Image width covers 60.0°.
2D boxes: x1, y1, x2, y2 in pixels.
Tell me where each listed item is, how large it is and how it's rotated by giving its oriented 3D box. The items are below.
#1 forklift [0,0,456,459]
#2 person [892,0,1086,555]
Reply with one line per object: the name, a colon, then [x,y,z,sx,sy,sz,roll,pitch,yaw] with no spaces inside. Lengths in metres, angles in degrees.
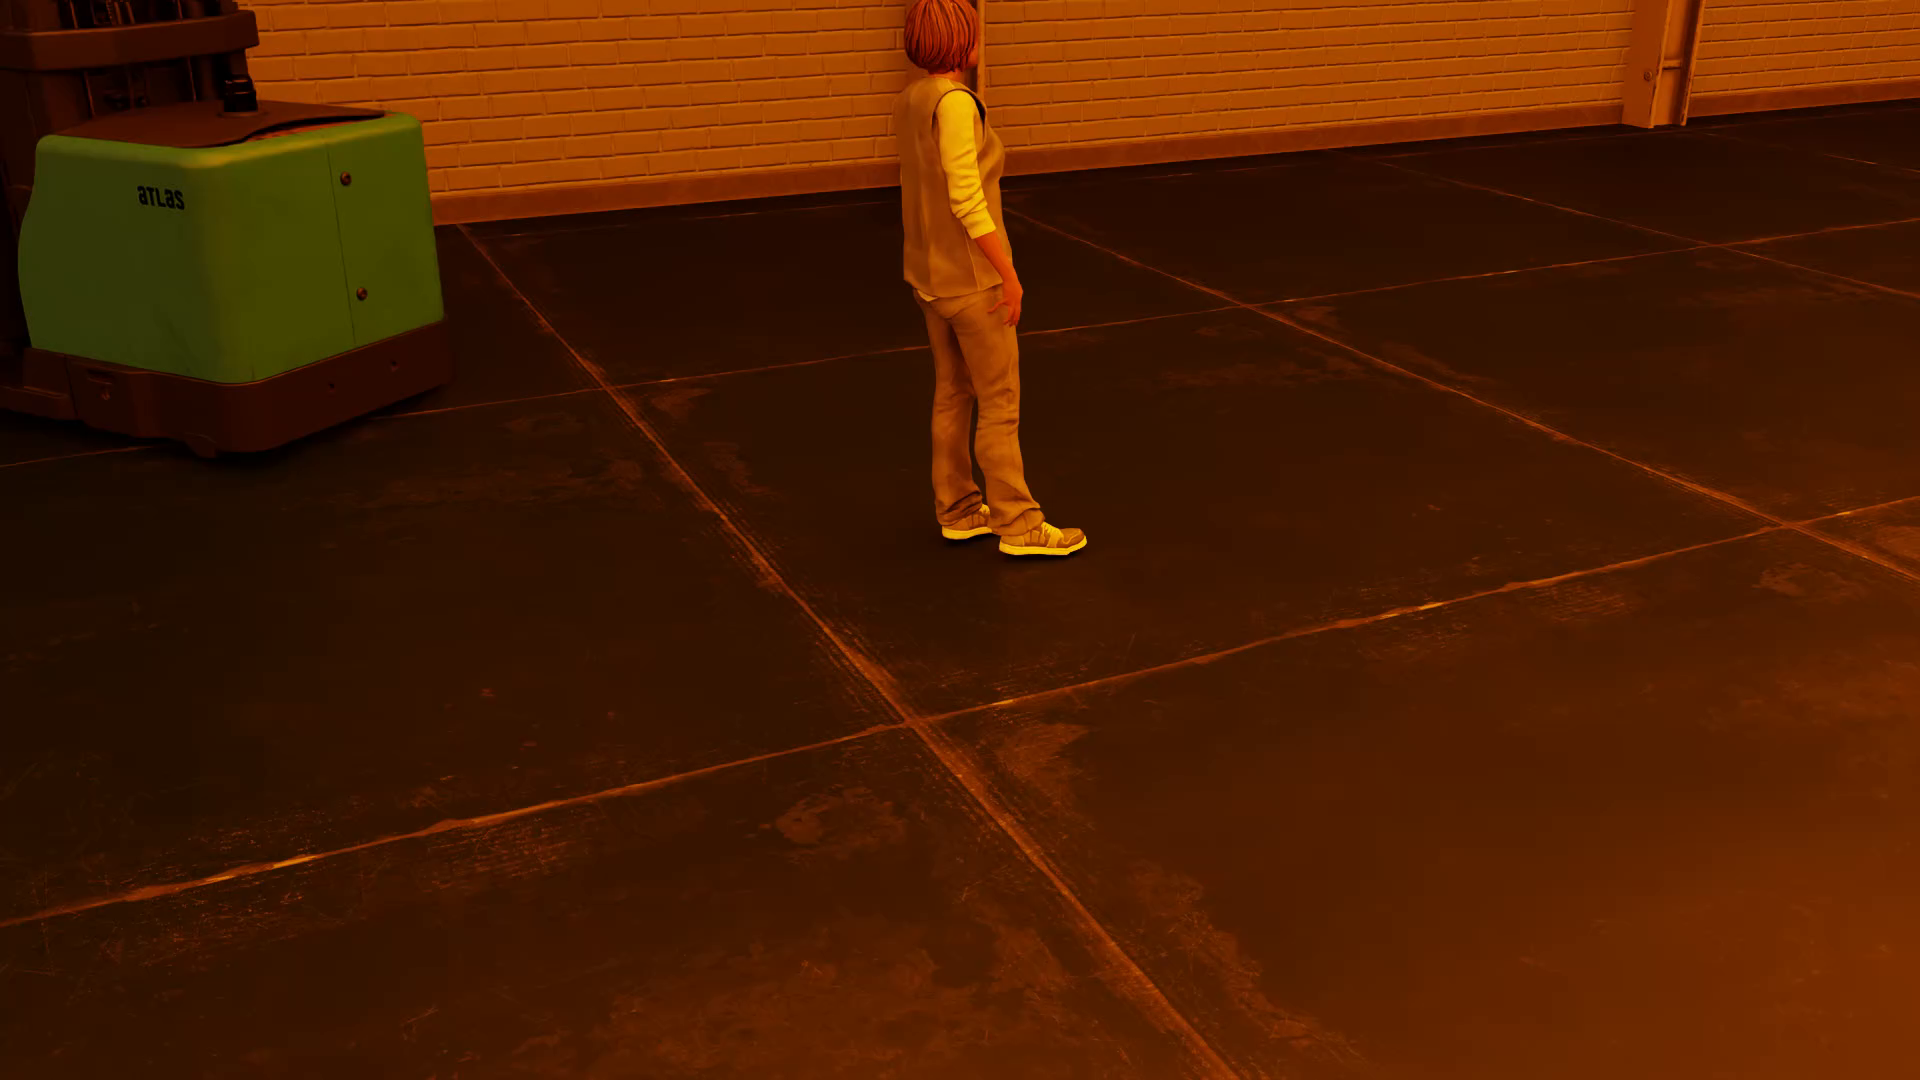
forklift: [-3.498,-2.008,6.120,3.031,2.935,1.130,11,25,25]
person: [0.072,-0.751,4.815,0.475,1.596,0.521,-10,25,-23]
